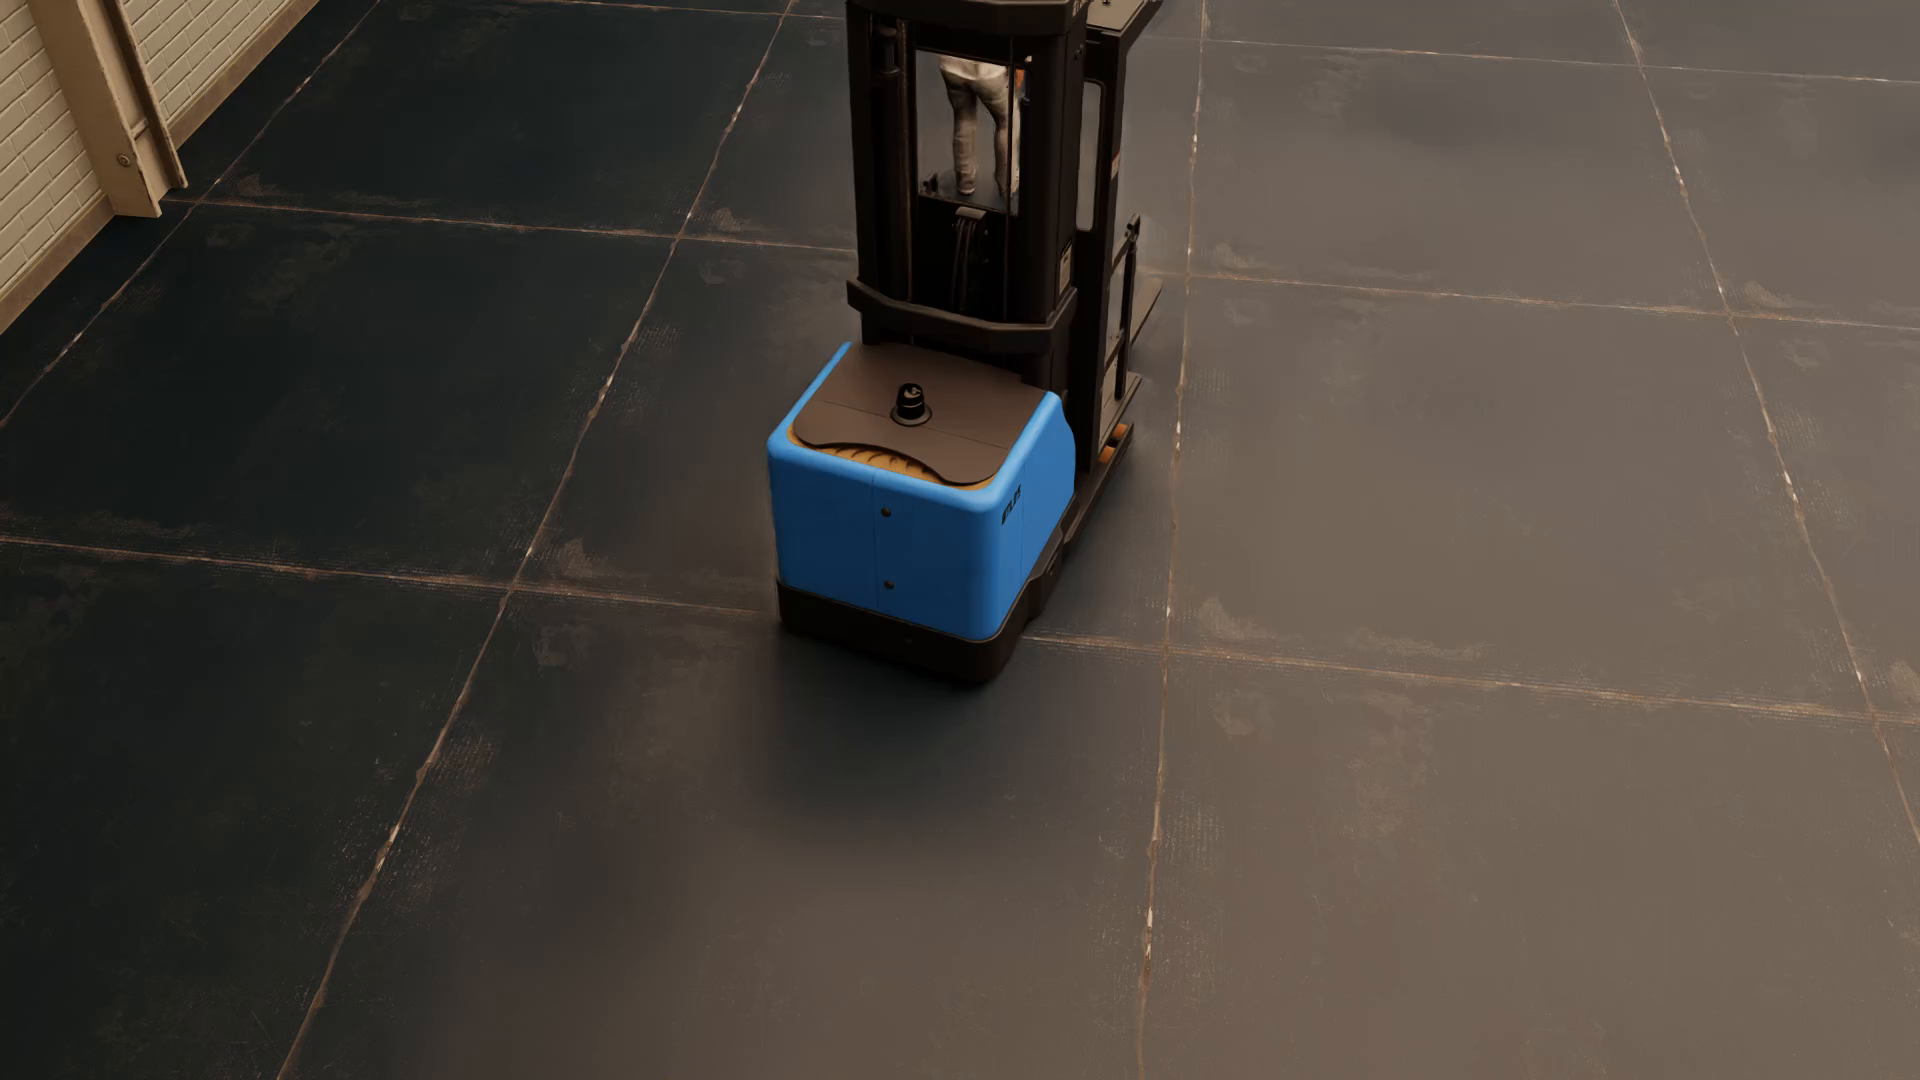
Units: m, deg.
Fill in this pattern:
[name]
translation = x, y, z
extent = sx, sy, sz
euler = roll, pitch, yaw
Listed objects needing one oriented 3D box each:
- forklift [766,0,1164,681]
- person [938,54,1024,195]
[forklift]
translation = 0.223, -1.481, 7.336
extent = 1.130, 2.935, 3.031
euler = 16, 45, 16
[person]
translation = 0.131, -2.794, 9.707
extent = 0.578, 1.675, 0.526
euler = 22, 47, 22
